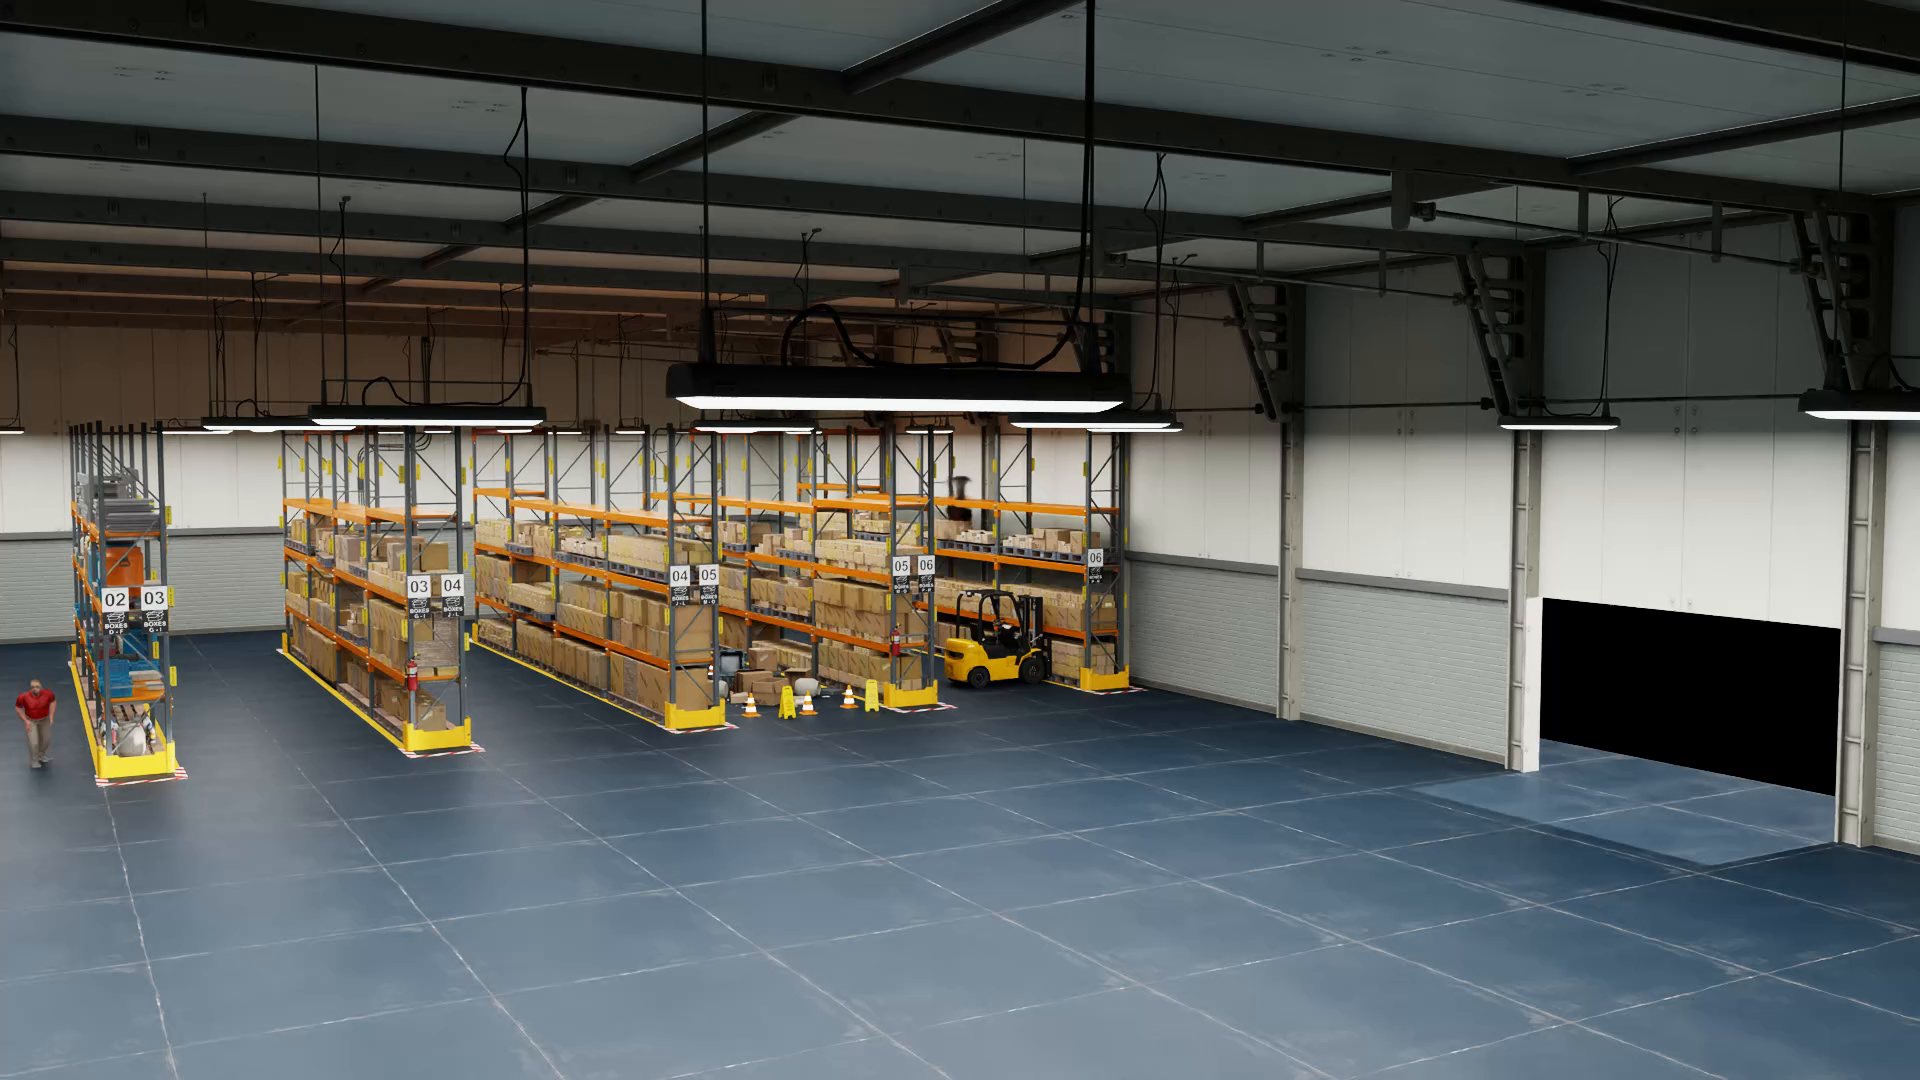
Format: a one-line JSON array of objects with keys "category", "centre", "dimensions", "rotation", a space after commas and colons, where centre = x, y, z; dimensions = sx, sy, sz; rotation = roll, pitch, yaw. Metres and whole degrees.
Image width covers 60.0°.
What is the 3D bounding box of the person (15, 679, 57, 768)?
[{"category": "person", "centre": [-16.019, 3.151, 28.845], "dimensions": [0.867, 1.580, 0.710], "rotation": [3, 5, 39]}]
